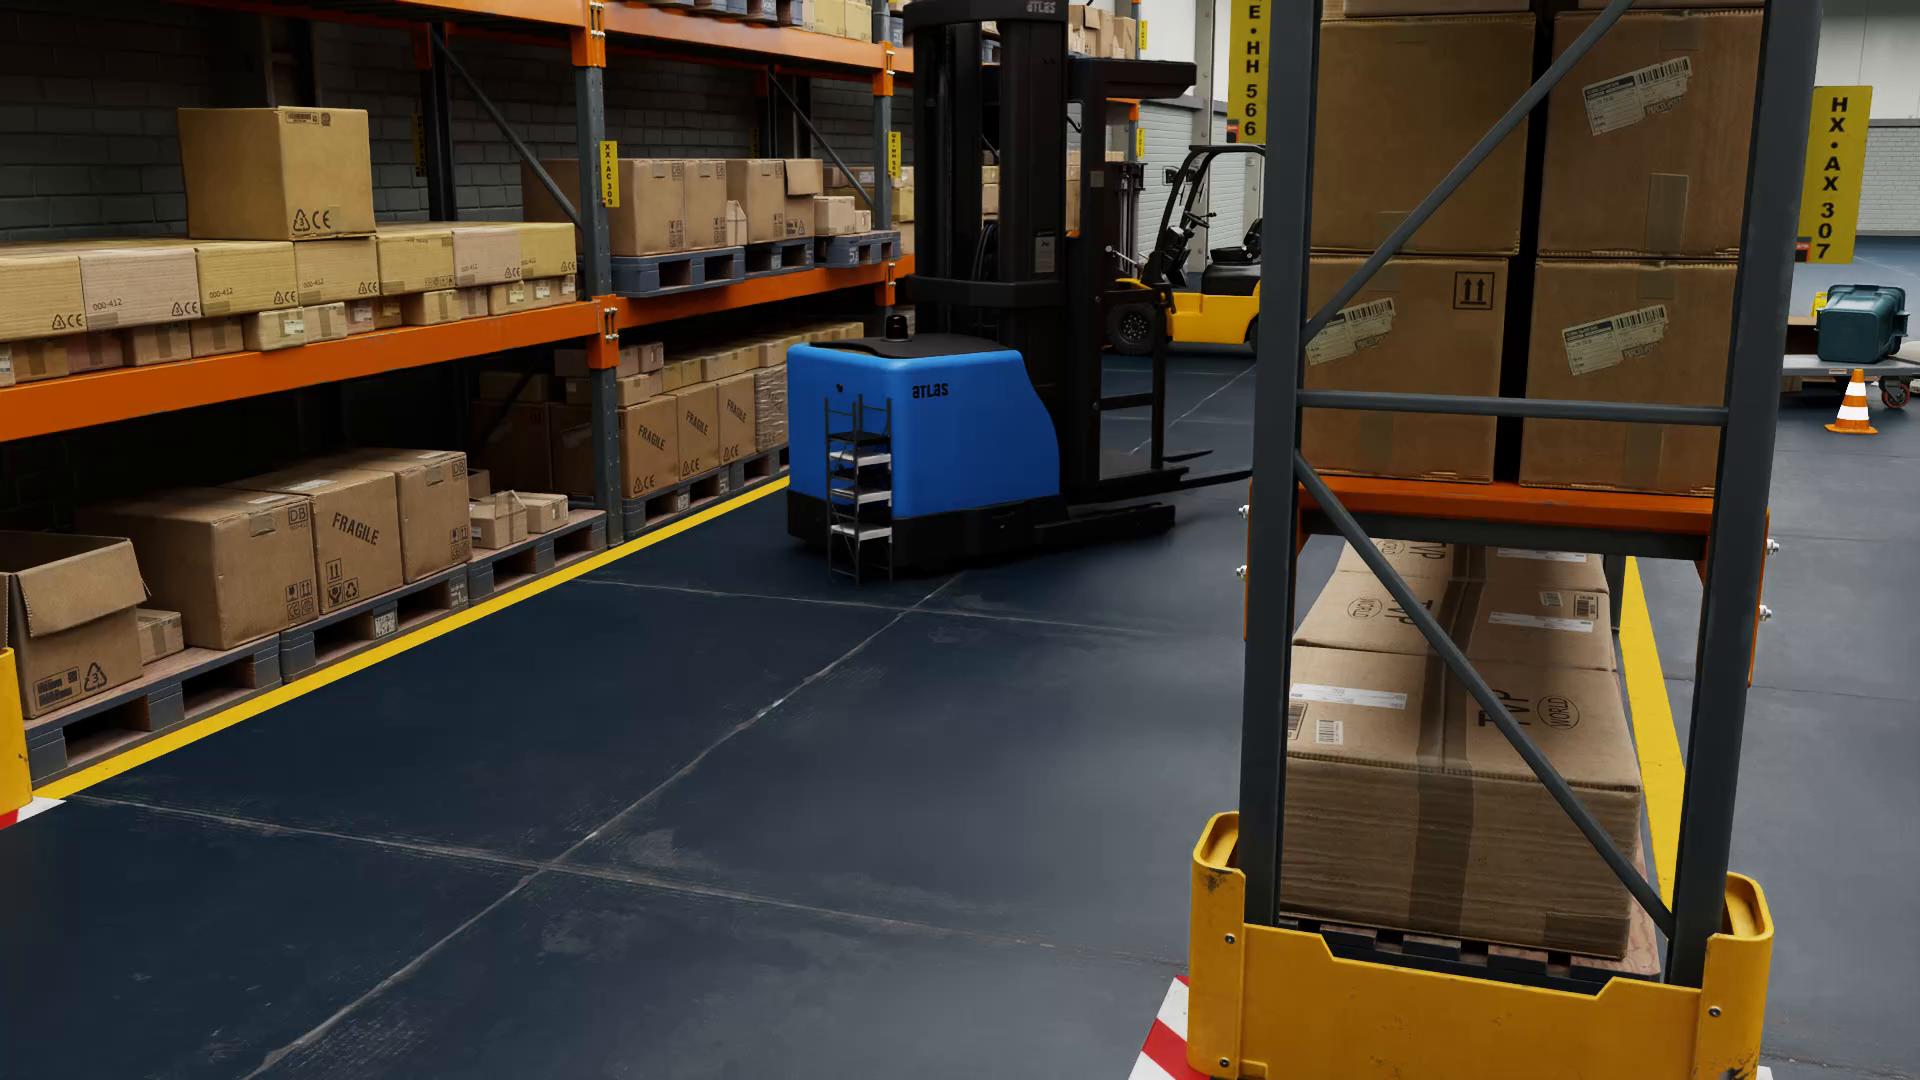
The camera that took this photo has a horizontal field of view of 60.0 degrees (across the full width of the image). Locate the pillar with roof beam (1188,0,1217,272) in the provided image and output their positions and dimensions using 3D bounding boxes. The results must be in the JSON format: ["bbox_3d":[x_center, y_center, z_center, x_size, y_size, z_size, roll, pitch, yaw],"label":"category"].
[{"bbox_3d":[8.472,-9.050,28.416,9.100,9.000,0.400,4,14,18],"label":"pillar with roof beam"}]

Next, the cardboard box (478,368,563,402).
[{"bbox_3d":[-2.443,-0.864,9.249,0.380,0.149,0.250,4,13,16],"label":"cardboard box"}]

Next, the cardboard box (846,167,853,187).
[{"bbox_3d":[-0.960,-2.867,13.127,0.380,0.149,0.250,4,14,18],"label":"cardboard box"}]

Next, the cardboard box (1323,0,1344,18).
[{"bbox_3d":[1.105,-1.323,4.114,0.380,0.149,0.250,4,14,18],"label":"cardboard box"}]

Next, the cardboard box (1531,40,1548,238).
[{"bbox_3d":[1.700,-0.991,4.117,0.500,0.500,0.500,4,13,17],"label":"cardboard box"}]

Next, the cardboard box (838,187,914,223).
[{"bbox_3d":[-0.596,-2.551,12.635,0.500,0.250,0.500,4,14,18],"label":"cardboard box"}]

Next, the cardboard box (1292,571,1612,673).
[{"bbox_3d":[1.522,0.440,5.133,0.875,0.438,0.875,5,14,20],"label":"cardboard box"}]

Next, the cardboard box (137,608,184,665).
[{"bbox_3d":[-3.121,0.355,6.154,0.380,0.149,0.250,4,13,16],"label":"cardboard box"}]

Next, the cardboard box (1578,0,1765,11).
[{"bbox_3d":[1.492,-1.172,3.453,0.380,0.149,0.250,5,14,20],"label":"cardboard box"}]

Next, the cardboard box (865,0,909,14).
[{"bbox_3d":[-0.594,-3.959,12.210,0.380,0.166,0.250,4,14,18],"label":"cardboard box"}]

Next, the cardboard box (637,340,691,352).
[{"bbox_3d":[-1.953,-1.191,10.681,0.380,0.149,0.250,4,13,16],"label":"cardboard box"}]

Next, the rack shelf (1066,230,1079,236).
[{"bbox_3d":[0.947,-3.218,17.965,1.077,0.370,4.000,4,14,18],"label":"rack shelf"}]

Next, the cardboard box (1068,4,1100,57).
[{"bbox_3d":[1.030,-5.317,17.400,0.797,0.503,0.637,5,14,20],"label":"cardboard box"}]

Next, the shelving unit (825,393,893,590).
[{"bbox_3d":[-0.486,-0.237,8.001,0.210,0.900,0.258,-11,17,-40],"label":"shelving unit"}]

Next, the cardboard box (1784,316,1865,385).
[{"bbox_3d":[7.824,-1.733,15.146,0.797,0.637,0.503,4,14,18],"label":"cardboard box"}]

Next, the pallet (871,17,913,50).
[{"bbox_3d":[-0.860,-3.826,12.691,1.213,0.211,1.003,5,14,21],"label":"pallet"}]

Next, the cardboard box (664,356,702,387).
[{"bbox_3d":[-1.756,-1.000,9.843,0.380,0.149,0.250,4,13,17],"label":"cardboard box"}]

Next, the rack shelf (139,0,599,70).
[{"bbox_3d":[-2.936,-2.154,6.561,1.077,0.370,4.000,4,14,18],"label":"rack shelf"}]

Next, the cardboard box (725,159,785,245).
[{"bbox_3d":[-1.499,-2.077,10.179,0.700,0.500,0.500,4,14,18],"label":"cardboard box"}]

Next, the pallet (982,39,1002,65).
[{"bbox_3d":[0.027,-4.331,14.909,0.805,0.209,1.217,4,13,16],"label":"pallet"}]

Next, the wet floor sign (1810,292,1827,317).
[{"bbox_3d":[9.144,-2.299,17.612,0.267,0.644,0.232,2,13,9],"label":"wet floor sign"}]

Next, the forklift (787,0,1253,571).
[{"bbox_3d":[0.562,-1.517,9.046,3.031,2.935,1.130,-10,16,-37],"label":"forklift"}]

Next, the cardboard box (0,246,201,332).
[{"bbox_3d":[-3.018,-0.876,5.752,0.500,0.250,0.500,5,14,19],"label":"cardboard box"}]

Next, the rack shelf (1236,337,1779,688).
[{"bbox_3d":[1.762,-0.335,5.332,1.077,0.370,4.000,4,14,18],"label":"rack shelf"}]

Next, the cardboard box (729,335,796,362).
[{"bbox_3d":[-1.309,-1.269,11.023,0.380,0.149,0.250,4,13,18],"label":"cardboard box"}]

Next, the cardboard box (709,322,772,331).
[{"bbox_3d":[-1.569,-1.467,11.890,0.380,0.149,0.250,5,14,20],"label":"cardboard box"}]

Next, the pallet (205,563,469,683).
[{"bbox_3d":[-2.905,0.298,7.208,1.003,0.211,1.213,4,14,18],"label":"pallet"}]

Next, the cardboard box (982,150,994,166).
[{"bbox_3d":[0.117,-3.747,16.313,0.380,0.149,0.250,4,14,19],"label":"cardboard box"}]

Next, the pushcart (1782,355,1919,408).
[{"bbox_3d":[7.171,-1.359,14.096,1.648,0.377,0.936,0,13,-1],"label":"pushcart"}]

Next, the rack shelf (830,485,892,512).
[{"bbox_3d":[-0.486,-0.204,8.009,0.200,0.077,0.258,-11,17,-40],"label":"rack shelf"}]

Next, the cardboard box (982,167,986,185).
[{"bbox_3d":[0.001,-3.093,14.114,0.380,0.149,0.250,4,13,17],"label":"cardboard box"}]

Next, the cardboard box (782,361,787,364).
[{"bbox_3d":[-1.267,-0.972,11.181,0.500,0.500,0.500,5,14,21],"label":"cardboard box"}]

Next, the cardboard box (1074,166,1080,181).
[{"bbox_3d":[1.028,-3.774,17.102,0.380,0.149,0.250,4,14,18],"label":"cardboard box"}]

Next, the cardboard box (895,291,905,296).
[{"bbox_3d":[-0.117,-1.922,15.059,0.875,0.625,0.625,4,14,18],"label":"cardboard box"}]

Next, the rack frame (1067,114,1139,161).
[{"bbox_3d":[1.594,-3.990,19.730,1.000,3.000,0.127,4,14,18],"label":"rack frame"}]

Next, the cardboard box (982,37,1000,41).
[{"bbox_3d":[0.296,-4.651,14.913,0.500,0.311,0.500,4,13,17],"label":"cardboard box"}]

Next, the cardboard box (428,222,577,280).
[{"bbox_3d":[-2.223,-1.411,8.097,0.500,0.250,0.500,5,14,20],"label":"cardboard box"}]

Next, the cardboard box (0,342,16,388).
[{"bbox_3d":[-3.217,-0.548,5.214,0.380,0.149,0.250,4,14,18],"label":"cardboard box"}]

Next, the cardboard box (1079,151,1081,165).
[{"bbox_3d":[1.089,-4.035,17.573,0.380,0.149,0.250,4,14,19],"label":"cardboard box"}]

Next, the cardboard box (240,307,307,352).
[{"bbox_3d":[-2.753,-0.816,6.387,0.380,0.149,0.250,4,13,17],"label":"cardboard box"}]

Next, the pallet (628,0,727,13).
[{"bbox_3d":[-2.011,-2.967,8.926,1.213,0.211,1.003,4,14,18],"label":"pallet"}]

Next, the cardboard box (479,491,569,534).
[{"bbox_3d":[-2.191,-0.140,8.324,0.380,0.149,0.250,4,13,17],"label":"cardboard box"}]

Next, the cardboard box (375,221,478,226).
[{"bbox_3d":[-2.704,-1.451,8.272,0.500,0.250,0.500,4,14,18],"label":"cardboard box"}]

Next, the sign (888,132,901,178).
[{"bbox_3d":[-0.478,-2.795,12.067,0.100,0.325,0.005,4,14,18],"label":"sign"}]

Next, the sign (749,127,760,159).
[{"bbox_3d":[-1.521,-2.910,12.393,0.100,0.325,0.005,4,14,18],"label":"sign"}]

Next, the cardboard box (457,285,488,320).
[{"bbox_3d":[-2.388,-1.090,7.586,0.380,0.149,0.250,5,14,20],"label":"cardboard box"}]
